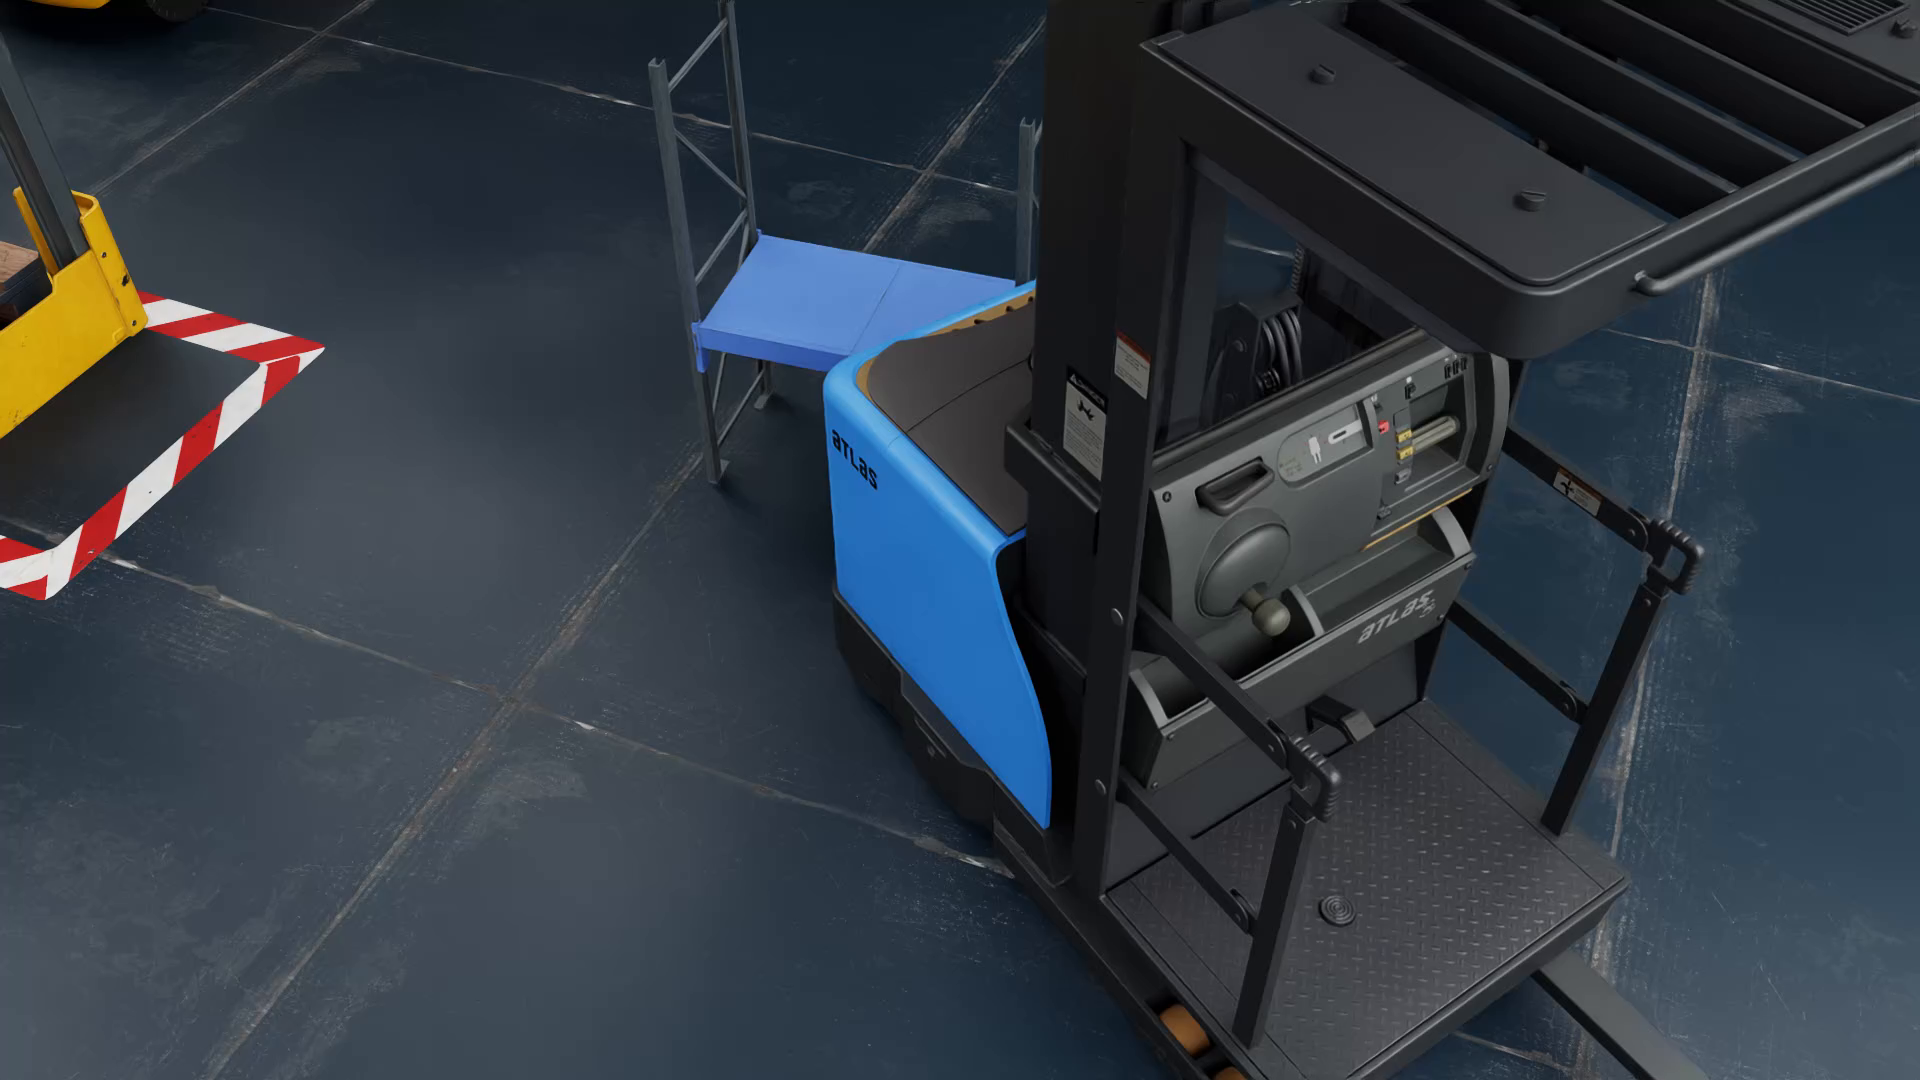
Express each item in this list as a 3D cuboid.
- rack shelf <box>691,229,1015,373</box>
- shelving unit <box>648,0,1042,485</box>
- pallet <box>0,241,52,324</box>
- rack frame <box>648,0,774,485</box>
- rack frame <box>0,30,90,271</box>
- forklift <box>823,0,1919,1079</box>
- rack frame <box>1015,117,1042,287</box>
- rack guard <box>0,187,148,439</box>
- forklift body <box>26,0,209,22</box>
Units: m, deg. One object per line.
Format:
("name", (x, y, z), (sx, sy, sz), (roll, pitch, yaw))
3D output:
("rack shelf", (-0.249, -0.651, 5.096), (1.000, 0.185, 0.538), (12, 46, 12))
("shelving unit", (-0.249, -0.778, 4.969), (1.048, 1.500, 0.538), (12, 46, 12))
("pallet", (-4.052, -0.797, 5.901), (1.213, 0.211, 1.003), (16, 47, 16))
("rack frame", (-0.735, -0.884, 5.075), (0.032, 1.500, 0.500), (12, 46, 12))
("rack frame", (-3.246, -1.521, 4.652), (0.127, 3.000, 1.000), (16, 47, 16))
("forklift", (0.885, -0.045, 3.217), (1.130, 2.935, 3.031), (-26, 50, -24))
("rack frame", (0.237, -0.673, 4.863), (0.032, 1.500, 0.500), (12, 46, 12))
("rack guard", (-3.316, -0.656, 5.555), (0.348, 0.500, 1.175), (16, 47, 16))
("forklift body", (-3.790, -3.780, 7.524), (1.214, 2.155, 2.313), (16, 47, 16))
